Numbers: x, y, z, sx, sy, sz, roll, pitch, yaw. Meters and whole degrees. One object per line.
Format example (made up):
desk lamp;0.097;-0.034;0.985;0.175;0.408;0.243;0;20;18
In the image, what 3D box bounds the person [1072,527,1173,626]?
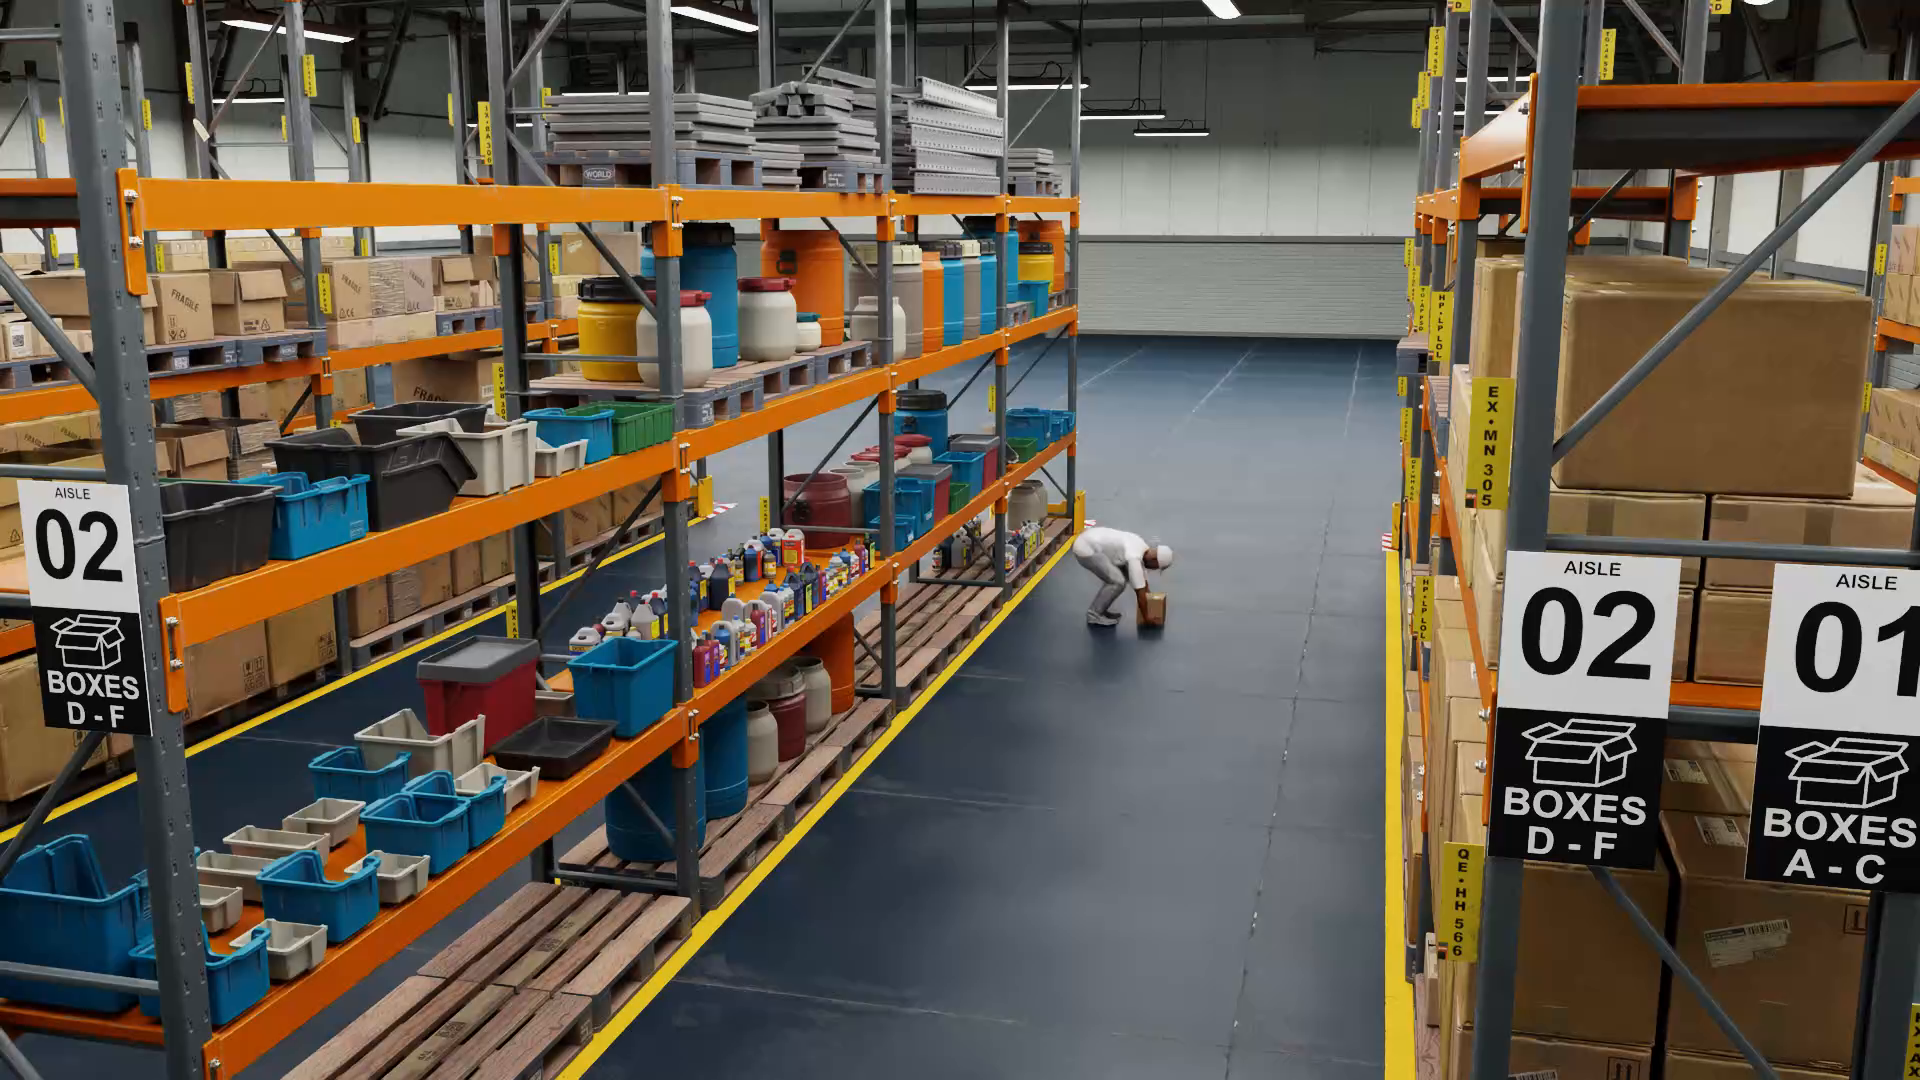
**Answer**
person;1.585;0.347;16.252;0.974;0.939;0.507;2;12;11
